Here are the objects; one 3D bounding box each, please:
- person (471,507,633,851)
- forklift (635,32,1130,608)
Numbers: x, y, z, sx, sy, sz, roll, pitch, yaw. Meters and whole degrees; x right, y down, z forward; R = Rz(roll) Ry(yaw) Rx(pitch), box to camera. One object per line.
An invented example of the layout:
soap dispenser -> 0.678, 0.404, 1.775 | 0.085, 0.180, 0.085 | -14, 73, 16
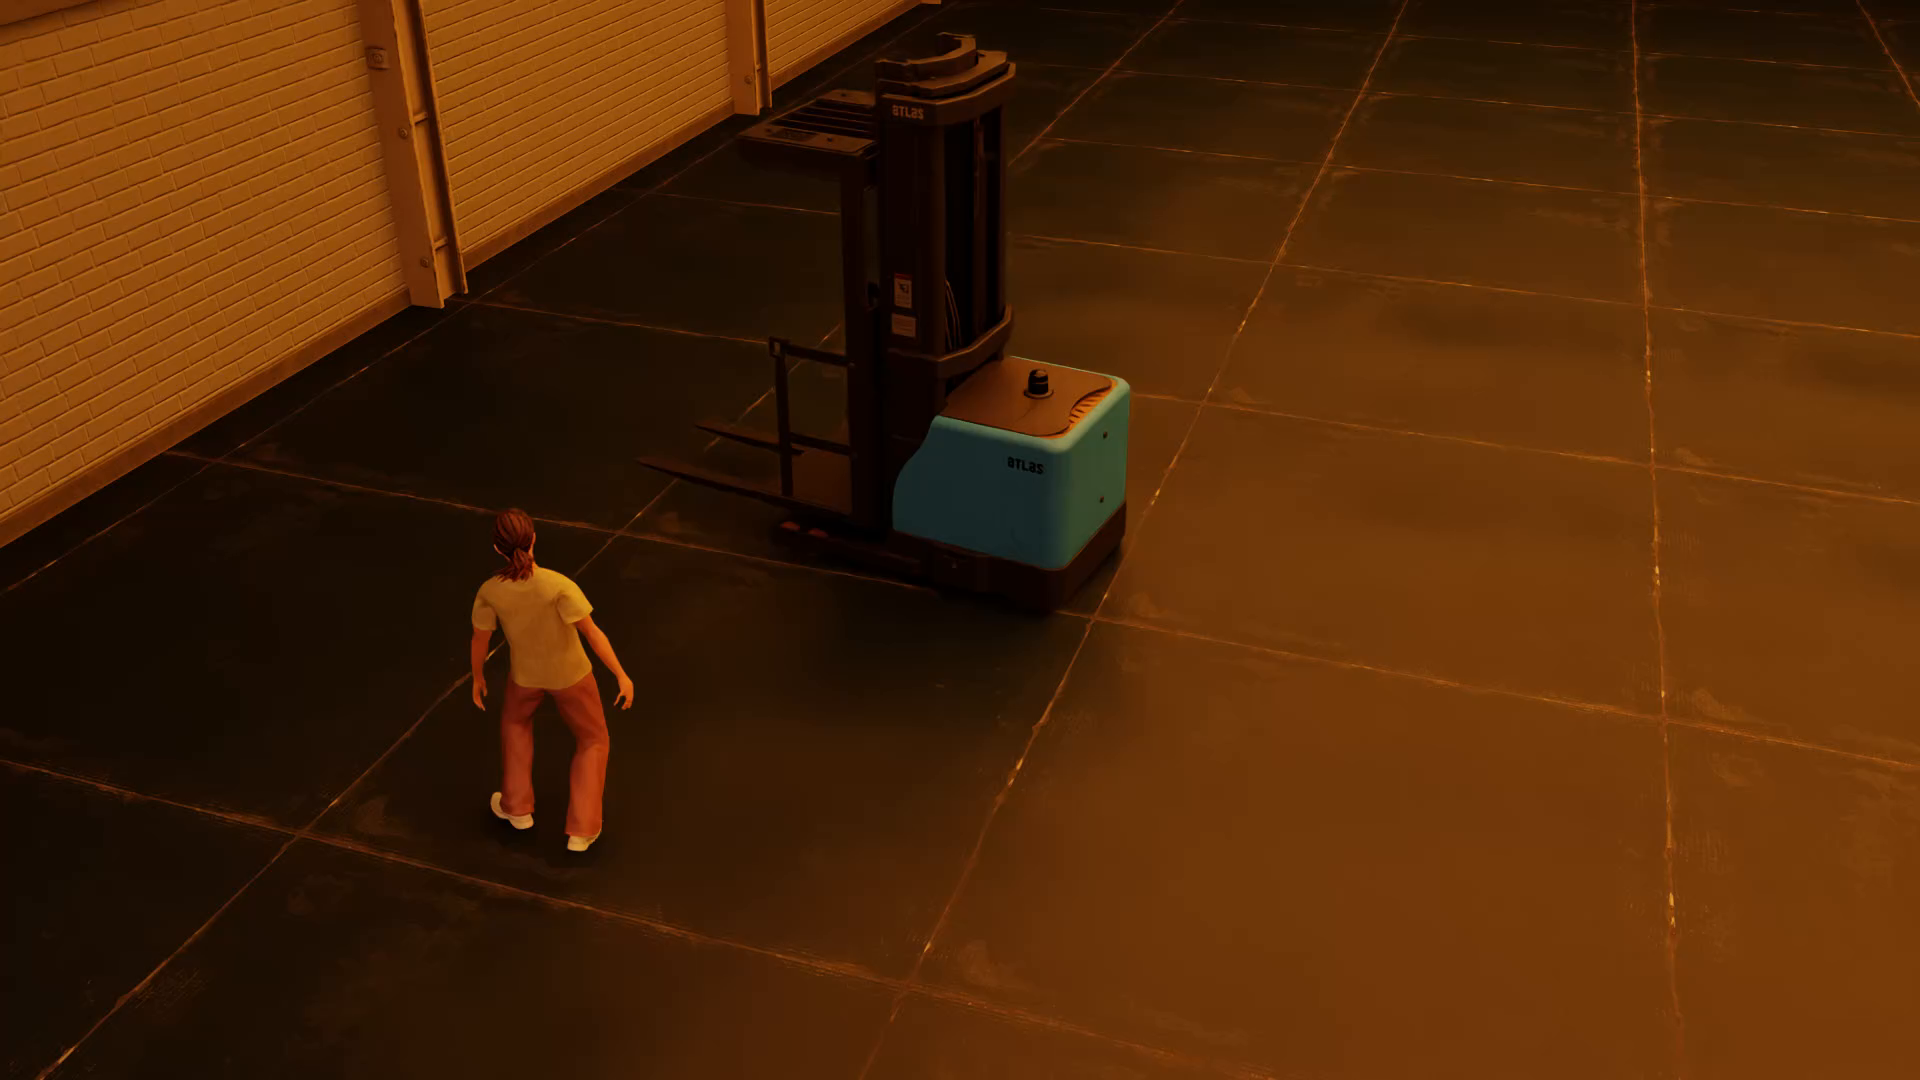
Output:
person -> -1.836, 0.647, 7.386 | 0.814, 1.640, 0.487 | 4, 30, 8
forklift -> -0.558, -1.389, 9.574 | 3.031, 2.935, 1.130 | 14, 33, 23
